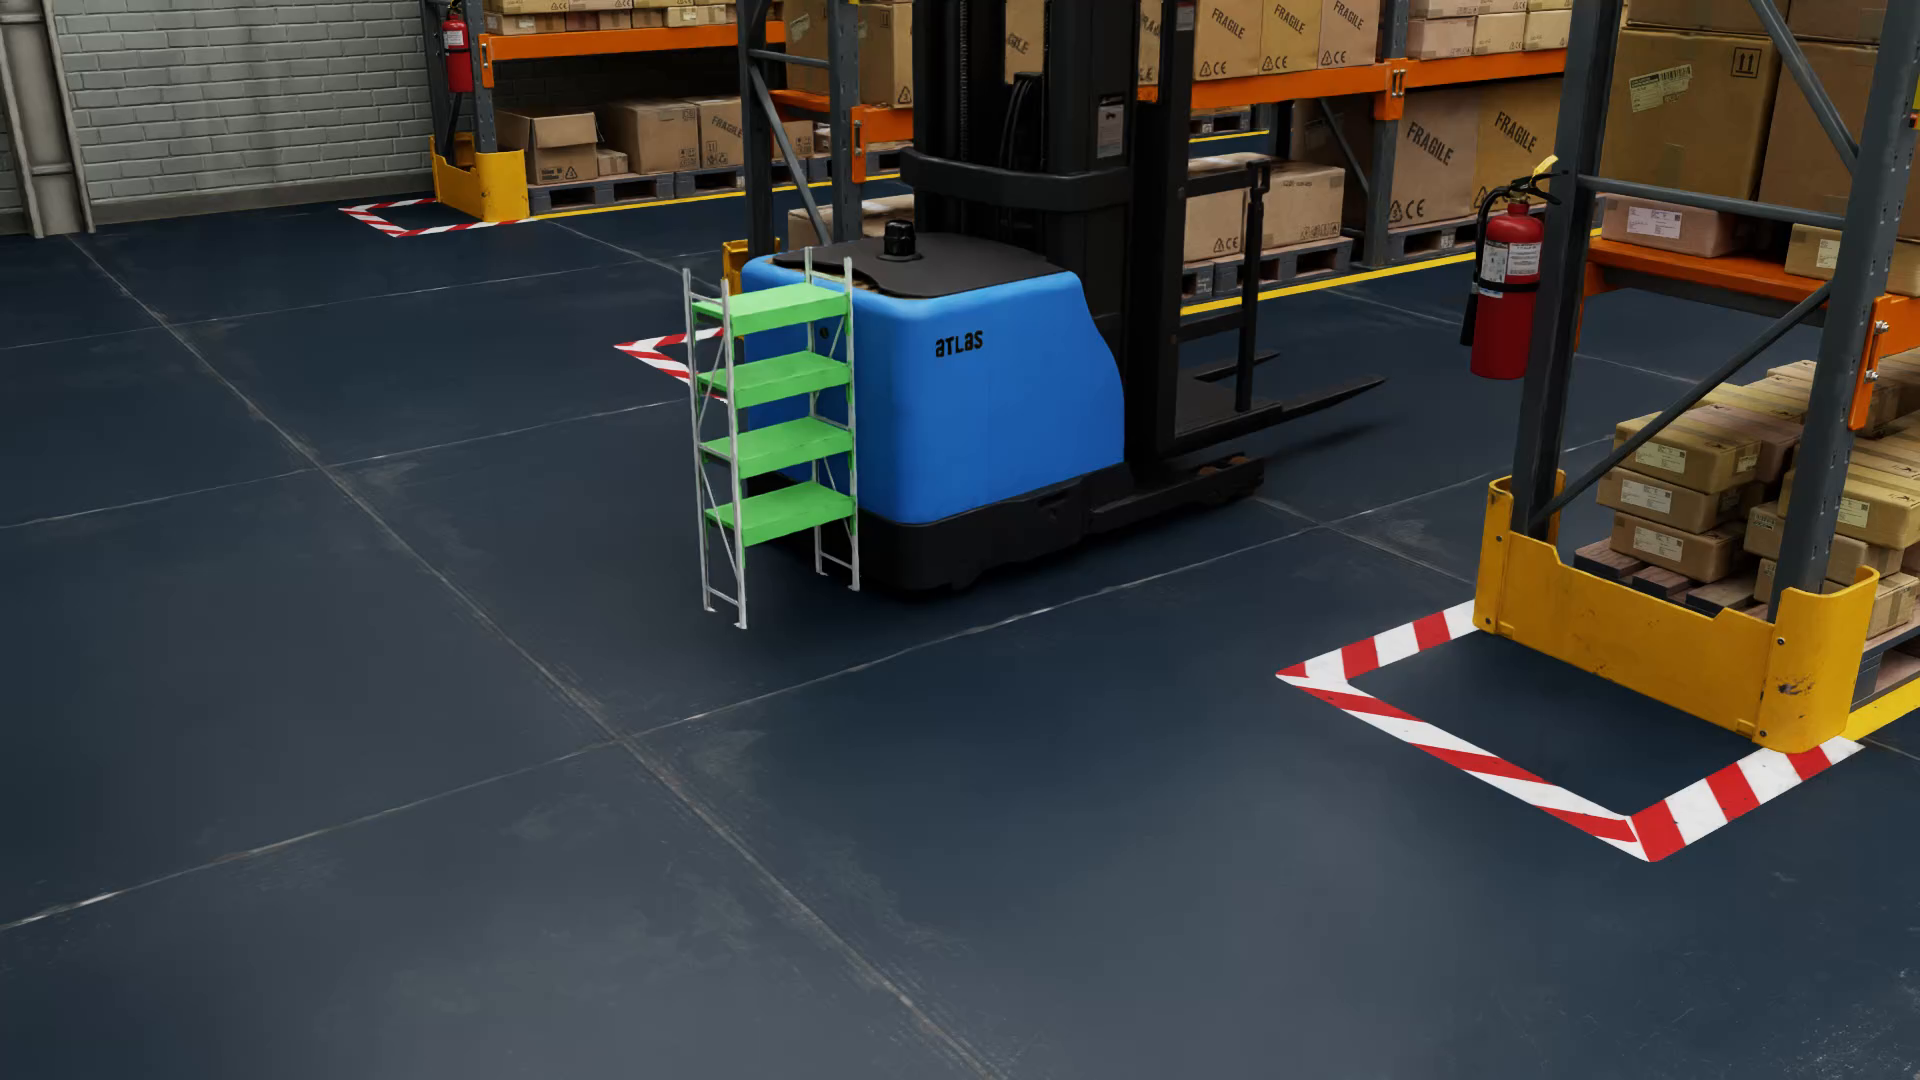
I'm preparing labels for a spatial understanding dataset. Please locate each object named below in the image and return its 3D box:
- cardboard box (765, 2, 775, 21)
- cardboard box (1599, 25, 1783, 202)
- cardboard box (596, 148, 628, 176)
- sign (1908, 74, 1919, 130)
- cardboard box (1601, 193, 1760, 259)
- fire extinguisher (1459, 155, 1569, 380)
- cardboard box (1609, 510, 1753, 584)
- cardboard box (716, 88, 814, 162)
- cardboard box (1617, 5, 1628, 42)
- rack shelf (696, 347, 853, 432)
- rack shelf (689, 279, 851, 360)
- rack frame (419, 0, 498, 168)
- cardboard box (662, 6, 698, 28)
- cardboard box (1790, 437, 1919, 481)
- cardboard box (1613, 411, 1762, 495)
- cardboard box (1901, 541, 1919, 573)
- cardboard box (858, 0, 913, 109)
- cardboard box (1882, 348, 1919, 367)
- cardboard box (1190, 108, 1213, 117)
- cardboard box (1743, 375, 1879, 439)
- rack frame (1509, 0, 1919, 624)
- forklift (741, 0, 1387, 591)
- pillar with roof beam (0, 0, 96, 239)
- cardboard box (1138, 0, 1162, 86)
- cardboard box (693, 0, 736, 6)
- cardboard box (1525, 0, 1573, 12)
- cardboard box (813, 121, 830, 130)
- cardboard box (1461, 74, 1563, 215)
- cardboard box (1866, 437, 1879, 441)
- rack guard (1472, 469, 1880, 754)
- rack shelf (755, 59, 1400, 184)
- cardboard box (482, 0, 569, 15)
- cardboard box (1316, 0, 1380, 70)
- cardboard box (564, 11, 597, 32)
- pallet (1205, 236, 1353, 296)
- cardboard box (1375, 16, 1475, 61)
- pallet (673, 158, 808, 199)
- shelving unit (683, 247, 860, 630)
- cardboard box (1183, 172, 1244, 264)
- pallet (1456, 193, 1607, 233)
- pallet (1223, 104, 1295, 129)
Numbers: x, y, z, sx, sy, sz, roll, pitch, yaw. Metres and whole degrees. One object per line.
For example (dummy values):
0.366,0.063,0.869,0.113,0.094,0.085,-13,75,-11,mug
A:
-1.685,-4.260,13.363,0.250,0.149,0.380,-14,26,-32,cardboard box
2.359,-1.316,5.111,0.500,0.500,0.500,-14,26,-32,cardboard box
-2.811,-2.972,13.076,0.250,0.149,0.380,-16,27,-35,cardboard box
2.461,-1.196,4.177,0.005,0.325,0.100,-15,26,-33,sign
2.244,-0.996,5.183,0.250,0.149,0.380,-15,26,-33,cardboard box
1.670,-0.832,5.042,0.183,0.674,0.296,-15,26,-33,fire extinguisher
2.450,-0.004,5.640,0.250,0.149,0.380,-14,26,-32,cardboard box
-1.620,-3.453,13.808,0.500,0.500,0.700,-16,27,-35,cardboard box
4.583,-3.679,11.771,0.500,0.250,0.500,-15,26,-33,cardboard box
-0.626,-0.510,5.581,0.480,0.148,0.258,-18,28,-38,rack shelf
-0.626,-0.733,5.492,0.480,0.148,0.258,-18,28,-38,rack shelf
-3.731,-3.917,12.164,0.127,3.000,1.000,-15,26,-33,rack frame
-2.229,-4.052,12.844,0.250,0.149,0.380,-16,27,-34,cardboard box
2.921,-0.211,5.355,0.250,0.149,0.380,-14,26,-32,cardboard box
2.426,-0.295,5.565,0.250,0.149,0.380,-15,26,-32,cardboard box
2.975,-0.044,5.339,0.250,0.149,0.380,-15,26,-33,cardboard box
-0.271,-2.488,8.449,0.500,0.500,0.500,-15,26,-33,cardboard box
3.707,-0.627,6.398,0.250,0.149,0.380,-15,26,-33,cardboard box
2.133,-4.421,16.234,0.500,0.500,0.500,-15,26,-34,cardboard box
3.047,-0.463,5.987,0.250,0.149,0.380,-16,27,-35,cardboard box
2.144,-0.957,4.747,0.127,3.000,1.000,-15,26,-33,rack frame
0.619,-1.621,6.505,3.031,2.935,1.130,-18,28,-38,forklift
-3.931,-5.095,7.024,0.400,9.000,9.100,-15,26,-33,pillar with roof beam
0.943,-2.824,9.291,0.500,0.500,0.500,-14,26,-31,cardboard box
-1.984,-4.339,13.025,0.500,0.250,0.500,-16,27,-34,cardboard box
3.772,-3.685,11.113,0.500,0.250,0.500,-15,26,-32,cardboard box
-1.158,-3.657,14.574,0.500,0.311,0.500,-14,26,-31,cardboard box
3.604,-2.854,11.802,0.875,0.875,0.875,-14,26,-31,cardboard box
3.105,-0.306,5.995,0.250,0.149,0.380,-15,26,-33,cardboard box
2.206,0.188,5.251,0.348,0.500,1.175,-15,26,-33,rack guard
0.795,-2.523,9.642,4.000,0.370,1.077,-15,26,-33,rack shelf
-3.205,-4.002,12.180,0.500,0.250,0.500,-15,26,-33,cardboard box
2.191,-3.159,10.131,0.500,0.500,0.500,-15,26,-32,cardboard box
-2.931,-3.925,12.524,0.250,0.149,0.380,-15,26,-34,cardboard box
1.755,-1.854,10.757,1.213,0.211,1.003,-15,26,-33,pallet
2.930,-3.236,10.661,0.500,0.250,0.500,-16,27,-34,cardboard box
-2.033,-3.073,13.814,1.213,0.211,1.003,-15,26,-33,pallet
-0.626,-0.347,5.646,0.503,1.200,0.258,-18,28,-38,shelving unit
1.120,-1.997,10.245,0.875,0.438,0.875,-16,27,-34,cardboard box
3.992,-2.450,12.252,1.213,0.211,1.003,-15,26,-33,pallet
3.454,-4.520,17.438,1.213,0.211,1.003,-15,26,-33,pallet
